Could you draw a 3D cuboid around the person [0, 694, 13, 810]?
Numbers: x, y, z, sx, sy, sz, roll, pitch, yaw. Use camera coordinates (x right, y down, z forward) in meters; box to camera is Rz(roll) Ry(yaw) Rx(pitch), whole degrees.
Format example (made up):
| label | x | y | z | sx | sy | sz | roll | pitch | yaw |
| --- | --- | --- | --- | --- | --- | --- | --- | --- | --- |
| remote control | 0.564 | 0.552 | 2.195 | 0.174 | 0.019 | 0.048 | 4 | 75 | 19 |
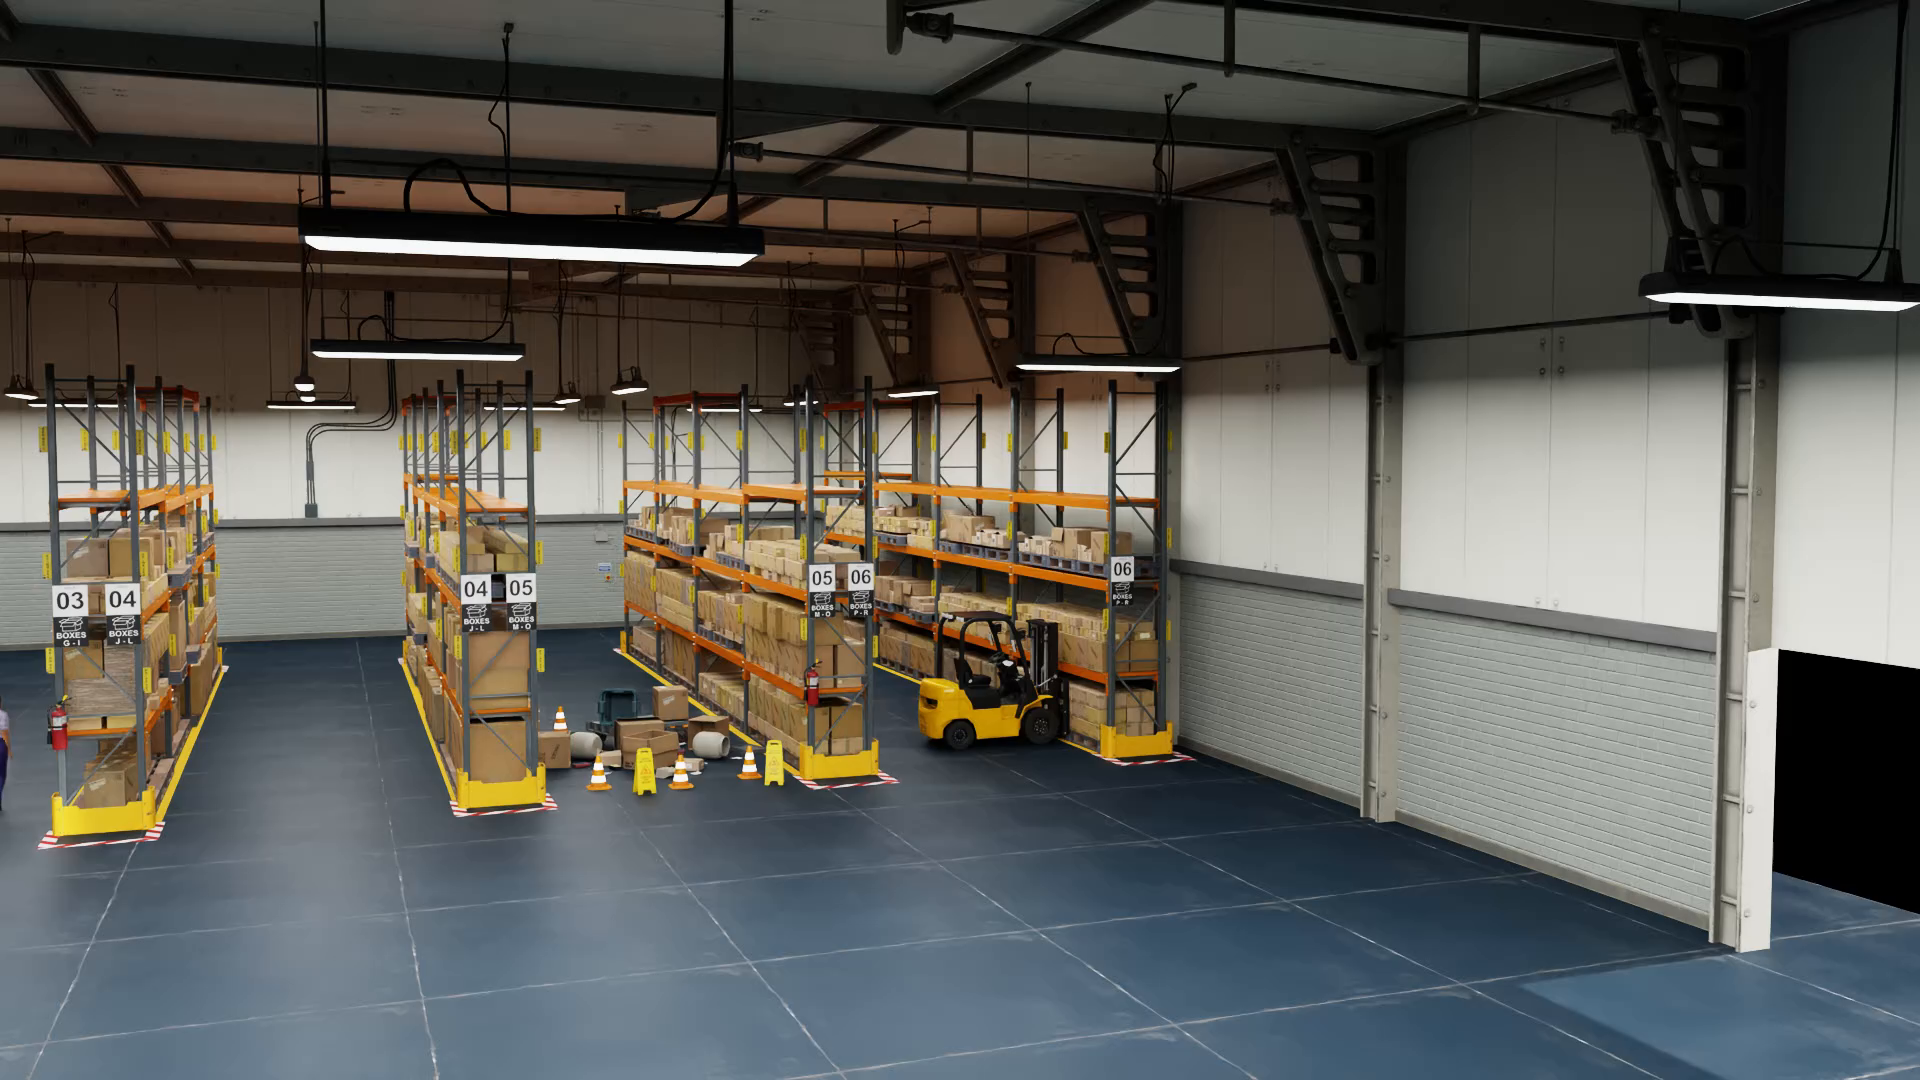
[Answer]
| label | x | y | z | sx | sy | sz | roll | pitch | yaw |
| --- | --- | --- | --- | --- | --- | --- | --- | --- | --- |
| person | -13.119 | 2.889 | 22.445 | 0.554 | 1.612 | 0.665 | -1 | 4 | -18 |
